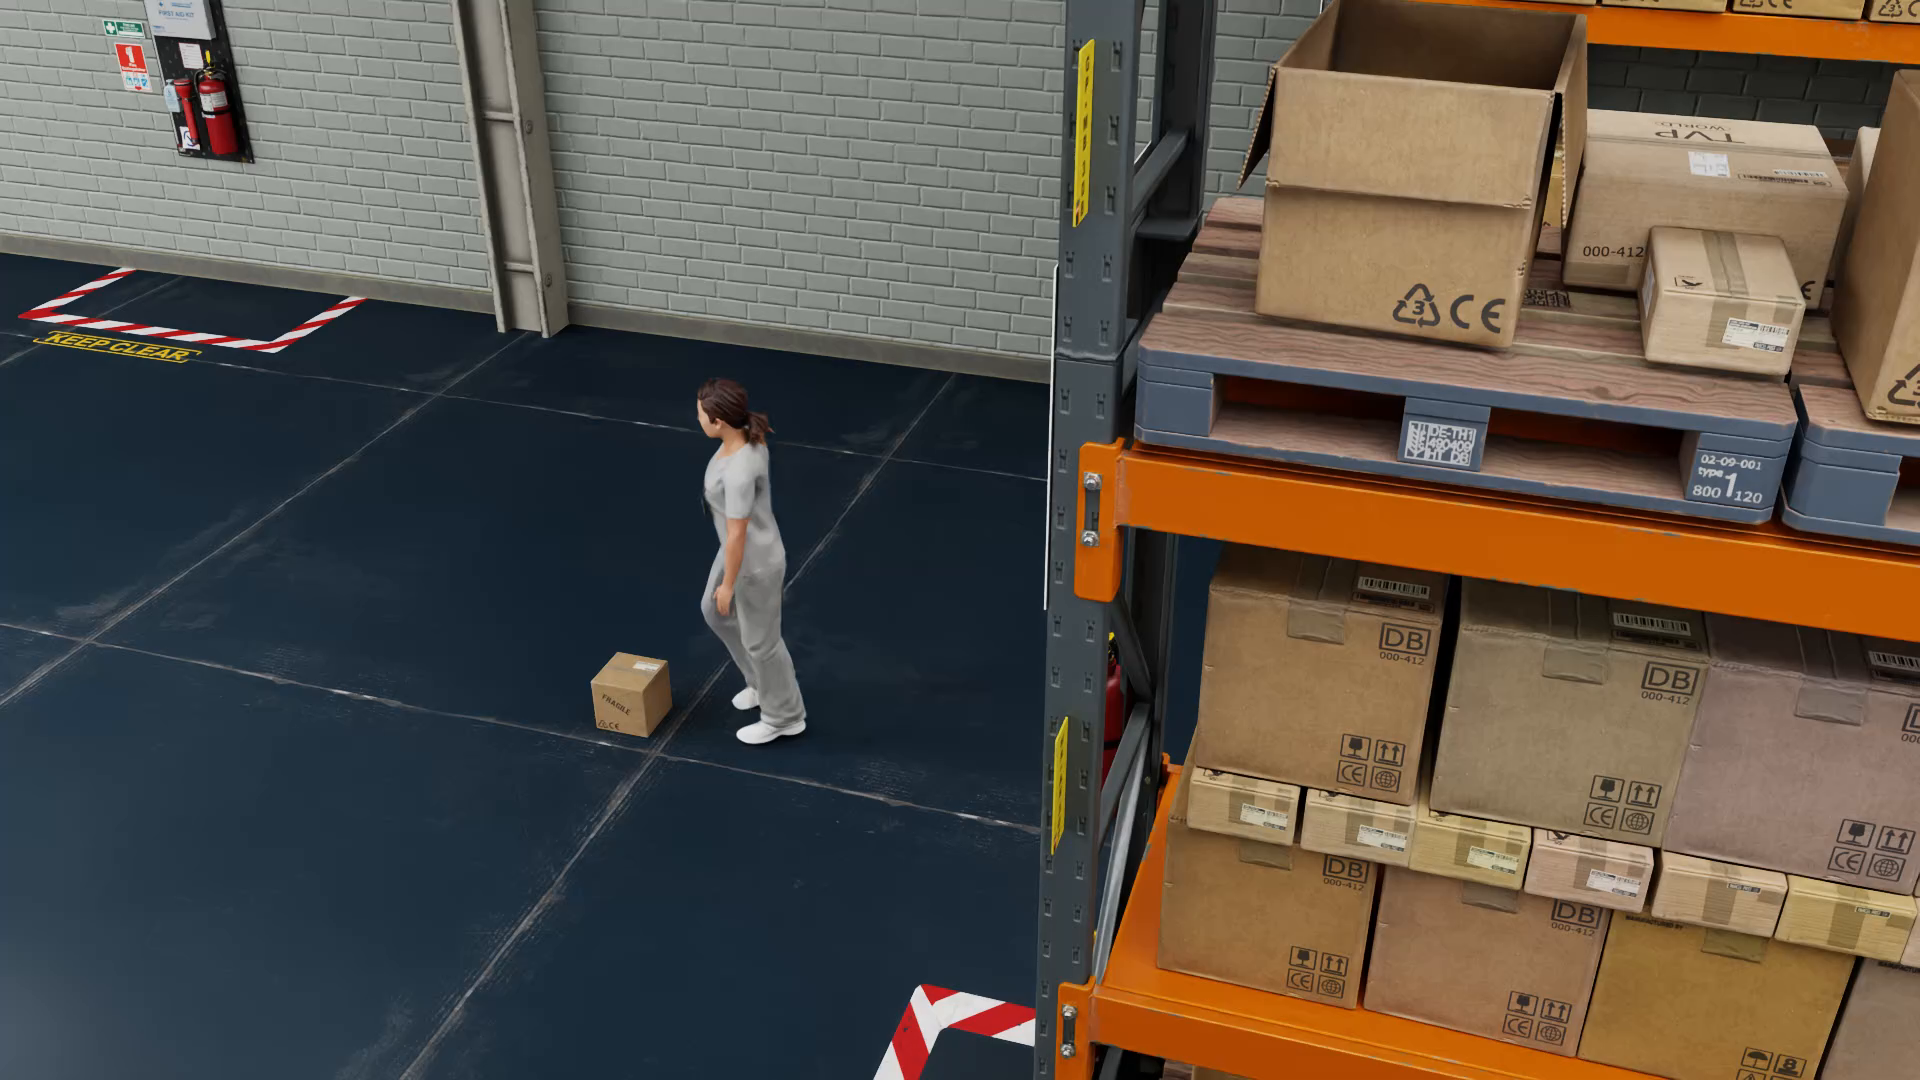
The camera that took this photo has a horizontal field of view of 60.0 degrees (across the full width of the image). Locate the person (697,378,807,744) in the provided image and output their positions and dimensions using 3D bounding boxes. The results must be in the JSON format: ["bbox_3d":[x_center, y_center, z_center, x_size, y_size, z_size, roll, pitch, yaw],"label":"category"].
[{"bbox_3d":[-0.888,0.094,6.937,0.405,1.685,0.472,-6,30,-11],"label":"person"}]
